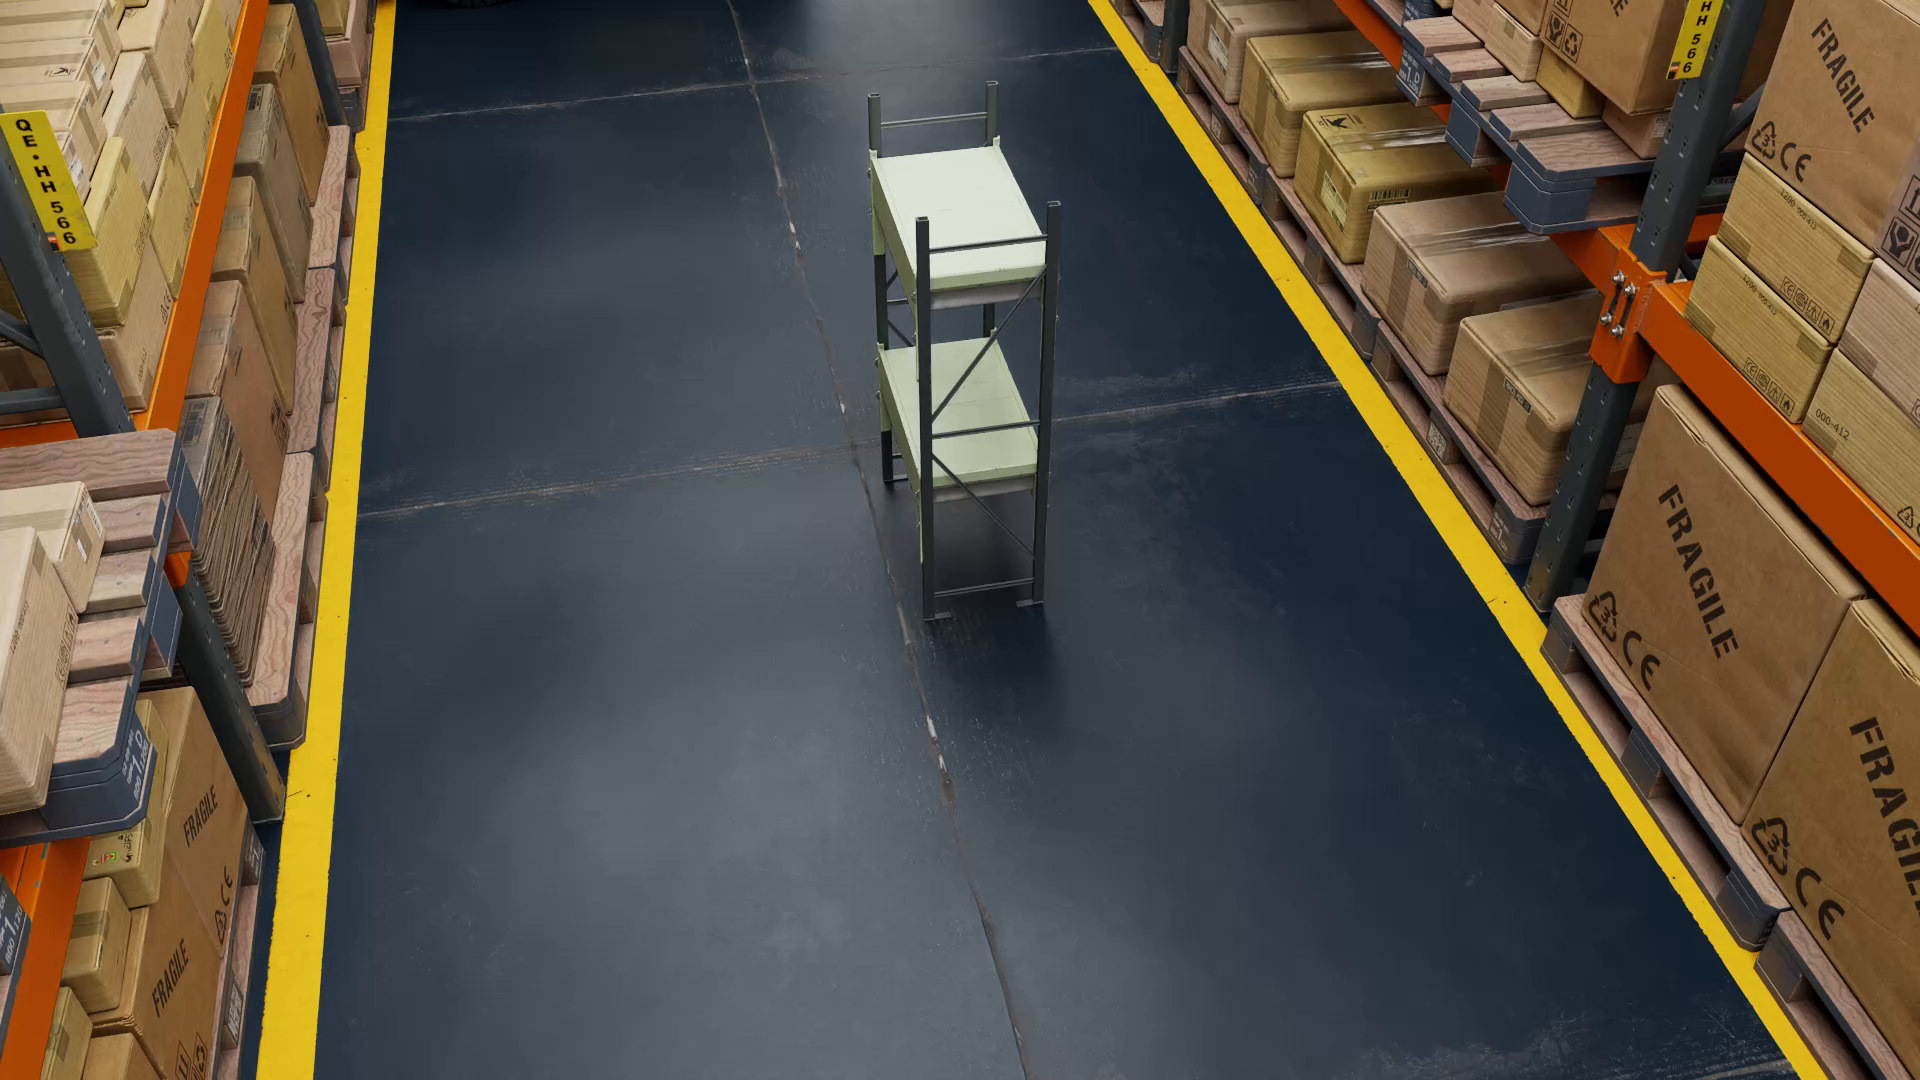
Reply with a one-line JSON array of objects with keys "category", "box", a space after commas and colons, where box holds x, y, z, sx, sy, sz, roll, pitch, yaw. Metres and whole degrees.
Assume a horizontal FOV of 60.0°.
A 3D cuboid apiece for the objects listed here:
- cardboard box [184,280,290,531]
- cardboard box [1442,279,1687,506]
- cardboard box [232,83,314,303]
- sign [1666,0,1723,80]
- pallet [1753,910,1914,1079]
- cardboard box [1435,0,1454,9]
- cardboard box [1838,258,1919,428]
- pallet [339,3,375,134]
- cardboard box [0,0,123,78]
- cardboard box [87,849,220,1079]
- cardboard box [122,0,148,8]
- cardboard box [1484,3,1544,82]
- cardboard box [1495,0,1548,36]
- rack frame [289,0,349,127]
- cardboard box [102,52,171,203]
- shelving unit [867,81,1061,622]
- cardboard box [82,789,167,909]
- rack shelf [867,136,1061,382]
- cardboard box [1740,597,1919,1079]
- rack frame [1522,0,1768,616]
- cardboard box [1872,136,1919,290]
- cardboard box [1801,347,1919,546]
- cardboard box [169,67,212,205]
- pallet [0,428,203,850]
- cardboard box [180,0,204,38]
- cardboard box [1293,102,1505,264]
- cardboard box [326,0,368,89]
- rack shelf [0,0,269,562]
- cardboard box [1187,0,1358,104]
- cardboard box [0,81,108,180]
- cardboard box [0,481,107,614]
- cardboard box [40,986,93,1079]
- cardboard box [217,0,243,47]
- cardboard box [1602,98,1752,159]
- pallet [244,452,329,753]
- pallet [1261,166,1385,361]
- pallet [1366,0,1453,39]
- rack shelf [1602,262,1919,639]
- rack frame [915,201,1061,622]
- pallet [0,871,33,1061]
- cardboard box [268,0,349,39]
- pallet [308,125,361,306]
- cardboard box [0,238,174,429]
[{"category": "cardboard box", "box": [-2.736, -0.369, 5.378, 0.875, 0.625, 0.625, -7, 42, -8]}, {"category": "cardboard box", "box": [2.268, -0.527, 5.747, 0.950, 0.372, 0.625, -11, 43, -12]}, {"category": "cardboard box", "box": [-3.046, -1.292, 6.418, 0.875, 0.625, 0.625, -9, 42, -10]}, {"category": "sign", "box": [1.852, -1.304, 4.147, 0.100, 0.325, 0.005, -8, 42, -9]}, {"category": "pallet", "box": [2.736, 1.369, 4.048, 1.003, 0.211, 1.213, -8, 42, -9]}, {"category": "cardboard box", "box": [1.733, -1.887, 5.490, 0.380, 0.149, 0.250, -8, 42, -9]}, {"category": "cardboard box", "box": [2.359, -0.416, 3.696, 0.500, 0.250, 0.500, -7, 42, -8]}, {"category": "pallet", "box": [-3.460, -2.342, 8.230, 1.003, 0.211, 1.213, -8, 42, -9]}, {"category": "cardboard box", "box": [-2.455, -1.303, 4.394, 0.380, 0.149, 0.250, -8, 42, -9]}, {"category": "cardboard box", "box": [-2.067, 1.076, 3.845, 0.500, 0.500, 0.500, -9, 42, -10]}, {"category": "cardboard box", "box": [-2.536, -1.635, 4.768, 0.380, 0.149, 0.250, -8, 42, -8]}, {"category": "cardboard box", "box": [1.853, -1.547, 5.106, 0.380, 0.149, 0.250, -9, 42, -10]}, {"category": "cardboard box", "box": [1.888, -1.879, 4.991, 0.500, 0.500, 0.500, -9, 42, -10]}, {"category": "rack frame", "box": [-3.329, -2.864, 6.717, 1.000, 3.000, 0.127, -8, 42, -9]}, {"category": "cardboard box", "box": [-2.430, -1.049, 4.409, 0.500, 0.250, 0.500, -7, 42, -8]}, {"category": "shelving unit", "box": [-0.001, -0.565, 5.257, 0.431, 1.500, 0.755, -8, 42, -9]}, {"category": "cardboard box", "box": [-2.023, 0.721, 3.757, 0.380, 0.149, 0.250, -10, 43, -12]}, {"category": "rack shelf", "box": [-0.001, -0.857, 4.998, 0.431, 0.370, 0.720, -8, 42, -9]}, {"category": "cardboard box", "box": [2.636, 0.691, 3.996, 0.875, 0.875, 0.875, -8, 42, -9]}, {"category": "rack frame", "box": [2.380, -0.985, 4.600, 1.000, 3.000, 0.127, -8, 42, -9]}, {"category": "cardboard box", "box": [2.364, -0.721, 3.474, 0.500, 0.500, 0.500, -8, 42, -9]}, {"category": "cardboard box", "box": [2.368, -0.245, 3.879, 0.500, 0.250, 0.500, -9, 42, -11]}, {"category": "cardboard box", "box": [-2.545, -1.197, 4.952, 0.500, 0.250, 0.500, -10, 42, -11]}, {"category": "pallet", "box": [-2.251, 0.230, 3.376, 1.213, 0.211, 1.003, -8, 42, -9]}, {"category": "cardboard box", "box": [-2.660, -1.719, 5.163, 0.500, 0.250, 0.500, -8, 42, -9]}, {"category": "cardboard box", "box": [1.942, -1.496, 6.839, 0.950, 0.372, 0.625, -7, 42, -8]}, {"category": "cardboard box", "box": [-3.110, -2.353, 7.897, 0.500, 0.250, 0.500, -8, 42, -9]}, {"category": "rack shelf", "box": [-2.898, -1.298, 5.495, 1.077, 0.370, 4.000, -8, 42, -9]}, {"category": "cardboard box", "box": [1.632, -2.412, 7.871, 0.950, 0.372, 0.625, -8, 42, -9]}, {"category": "cardboard box", "box": [-2.306, -0.973, 4.022, 0.380, 0.149, 0.250, -7, 42, -8]}, {"category": "cardboard box", "box": [-1.949, 0.037, 3.322, 0.380, 0.149, 0.250, -8, 42, -8]}, {"category": "cardboard box", "box": [-1.996, 1.075, 3.357, 0.380, 0.149, 0.250, -7, 42, -8]}, {"category": "cardboard box", "box": [-2.774, -1.867, 5.707, 0.500, 0.250, 0.500, -8, 42, -9]}, {"category": "cardboard box", "box": [2.079, -1.226, 4.745, 0.380, 0.149, 0.250, -7, 42, -8]}, {"category": "pallet", "box": [-2.606, 0.233, 5.329, 1.003, 0.211, 1.213, -8, 42, -9]}, {"category": "pallet", "box": [1.953, -1.238, 6.985, 1.003, 0.211, 1.213, -8, 42, -9]}, {"category": "pallet", "box": [1.913, -2.190, 6.102, 1.003, 0.211, 1.213, -8, 42, -9]}, {"category": "rack shelf", "box": [2.812, 0.581, 3.378, 1.077, 0.370, 4.000, -8, 42, -9]}, {"category": "rack frame", "box": [0.078, -0.328, 4.990, 0.400, 1.500, 0.023, -8, 42, -9]}, {"category": "pallet", "box": [-2.042, 1.061, 2.440, 1.003, 0.211, 1.213, -8, 42, -9]}, {"category": "cardboard box", "box": [-3.132, -2.537, 7.727, 0.500, 0.250, 0.500, -9, 42, -9]}, {"category": "pallet", "box": [-3.132, -1.349, 7.111, 1.003, 0.211, 1.213, -8, 42, -9]}, {"category": "cardboard box", "box": [-2.323, -0.537, 4.209, 0.500, 0.250, 0.500, -8, 42, -9]}]
